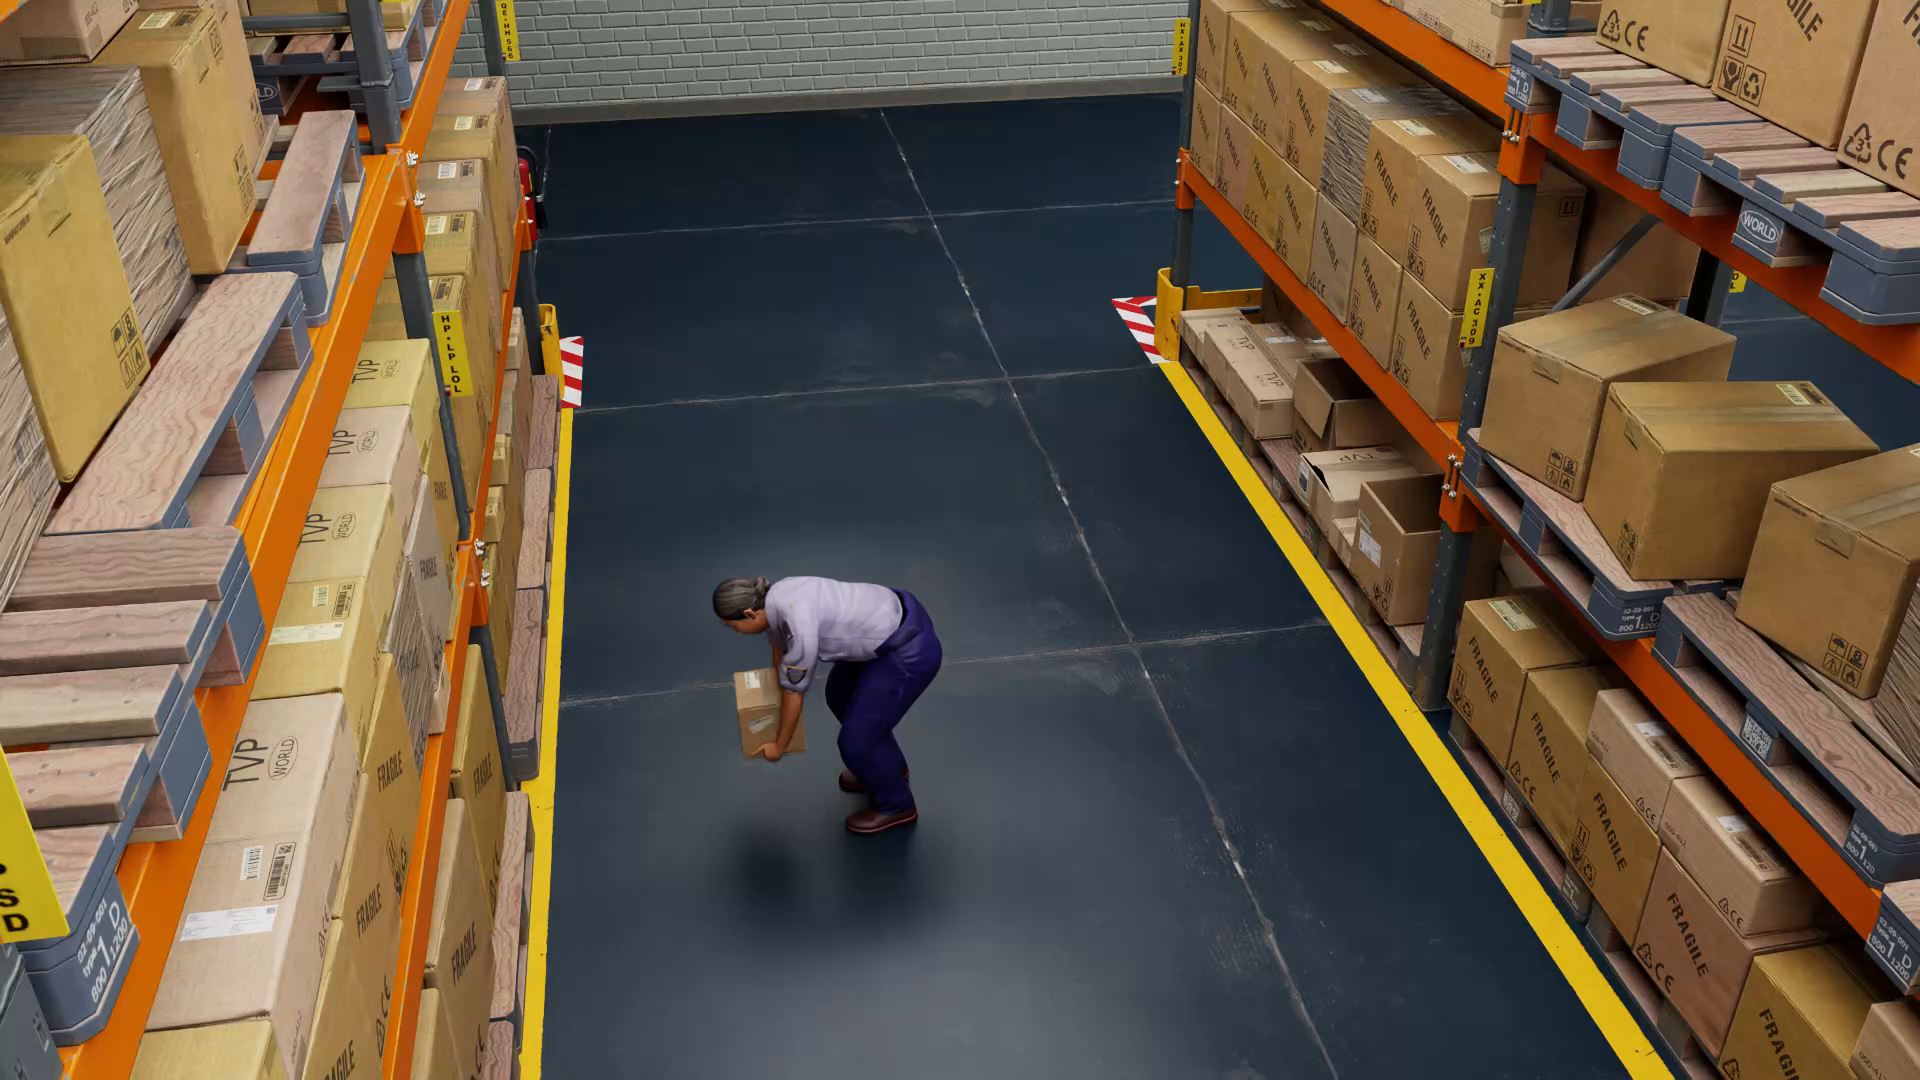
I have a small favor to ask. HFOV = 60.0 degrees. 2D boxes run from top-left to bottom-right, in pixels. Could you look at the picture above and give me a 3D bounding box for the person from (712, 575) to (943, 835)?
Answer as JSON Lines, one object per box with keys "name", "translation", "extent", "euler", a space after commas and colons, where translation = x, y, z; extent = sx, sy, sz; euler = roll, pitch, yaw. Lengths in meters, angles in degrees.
{"name": "person", "translation": [-0.510, 0.609, 6.601], "extent": [0.867, 1.167, 0.487], "euler": [-7, 31, -11]}
